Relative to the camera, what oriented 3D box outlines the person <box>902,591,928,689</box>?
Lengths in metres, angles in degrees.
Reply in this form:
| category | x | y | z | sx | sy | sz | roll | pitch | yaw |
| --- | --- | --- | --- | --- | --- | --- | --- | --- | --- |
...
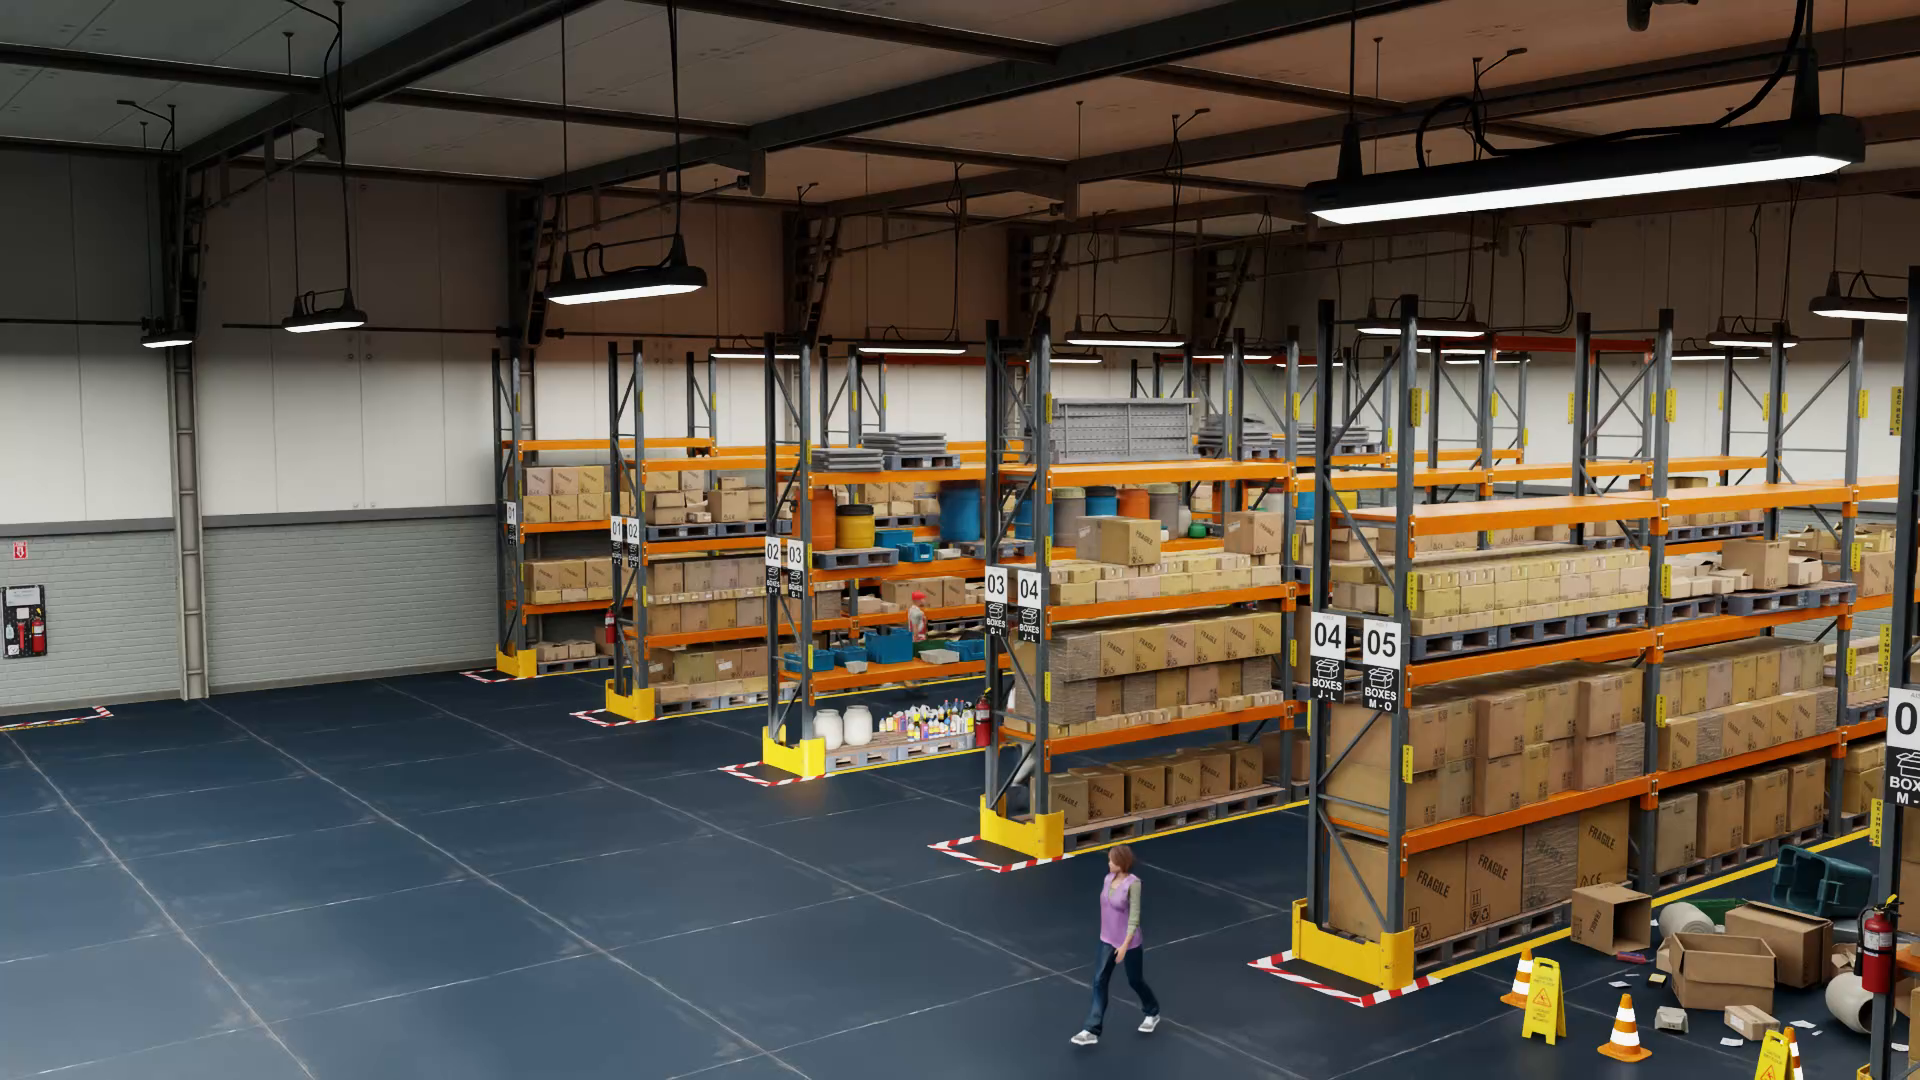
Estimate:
| category | x | y | z | sx | sy | sz | roll | pitch | yaw |
| --- | --- | --- | --- | --- | --- | --- | --- | --- | --- |
| person | -0.700 | 1.674 | 28.265 | 0.648 | 1.630 | 0.588 | -1 | 5 | -6 |

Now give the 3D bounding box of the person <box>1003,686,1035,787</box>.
| category | x | y | z | sx | sy | sz | roll | pitch | yaw |
| --- | --- | --- | --- | --- | --- | --- | --- | --- | --- |
| person | 0.870 | 2.325 | 20.815 | 0.549 | 1.582 | 0.748 | 4 | 6 | 37 |

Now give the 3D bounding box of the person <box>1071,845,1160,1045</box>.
| category | x | y | z | sx | sy | sz | roll | pitch | yaw |
| --- | --- | --- | --- | --- | --- | --- | --- | --- | --- |
| person | 1.258 | 3.210 | 13.247 | 0.893 | 1.553 | 0.448 | -5 | 7 | -42 |
